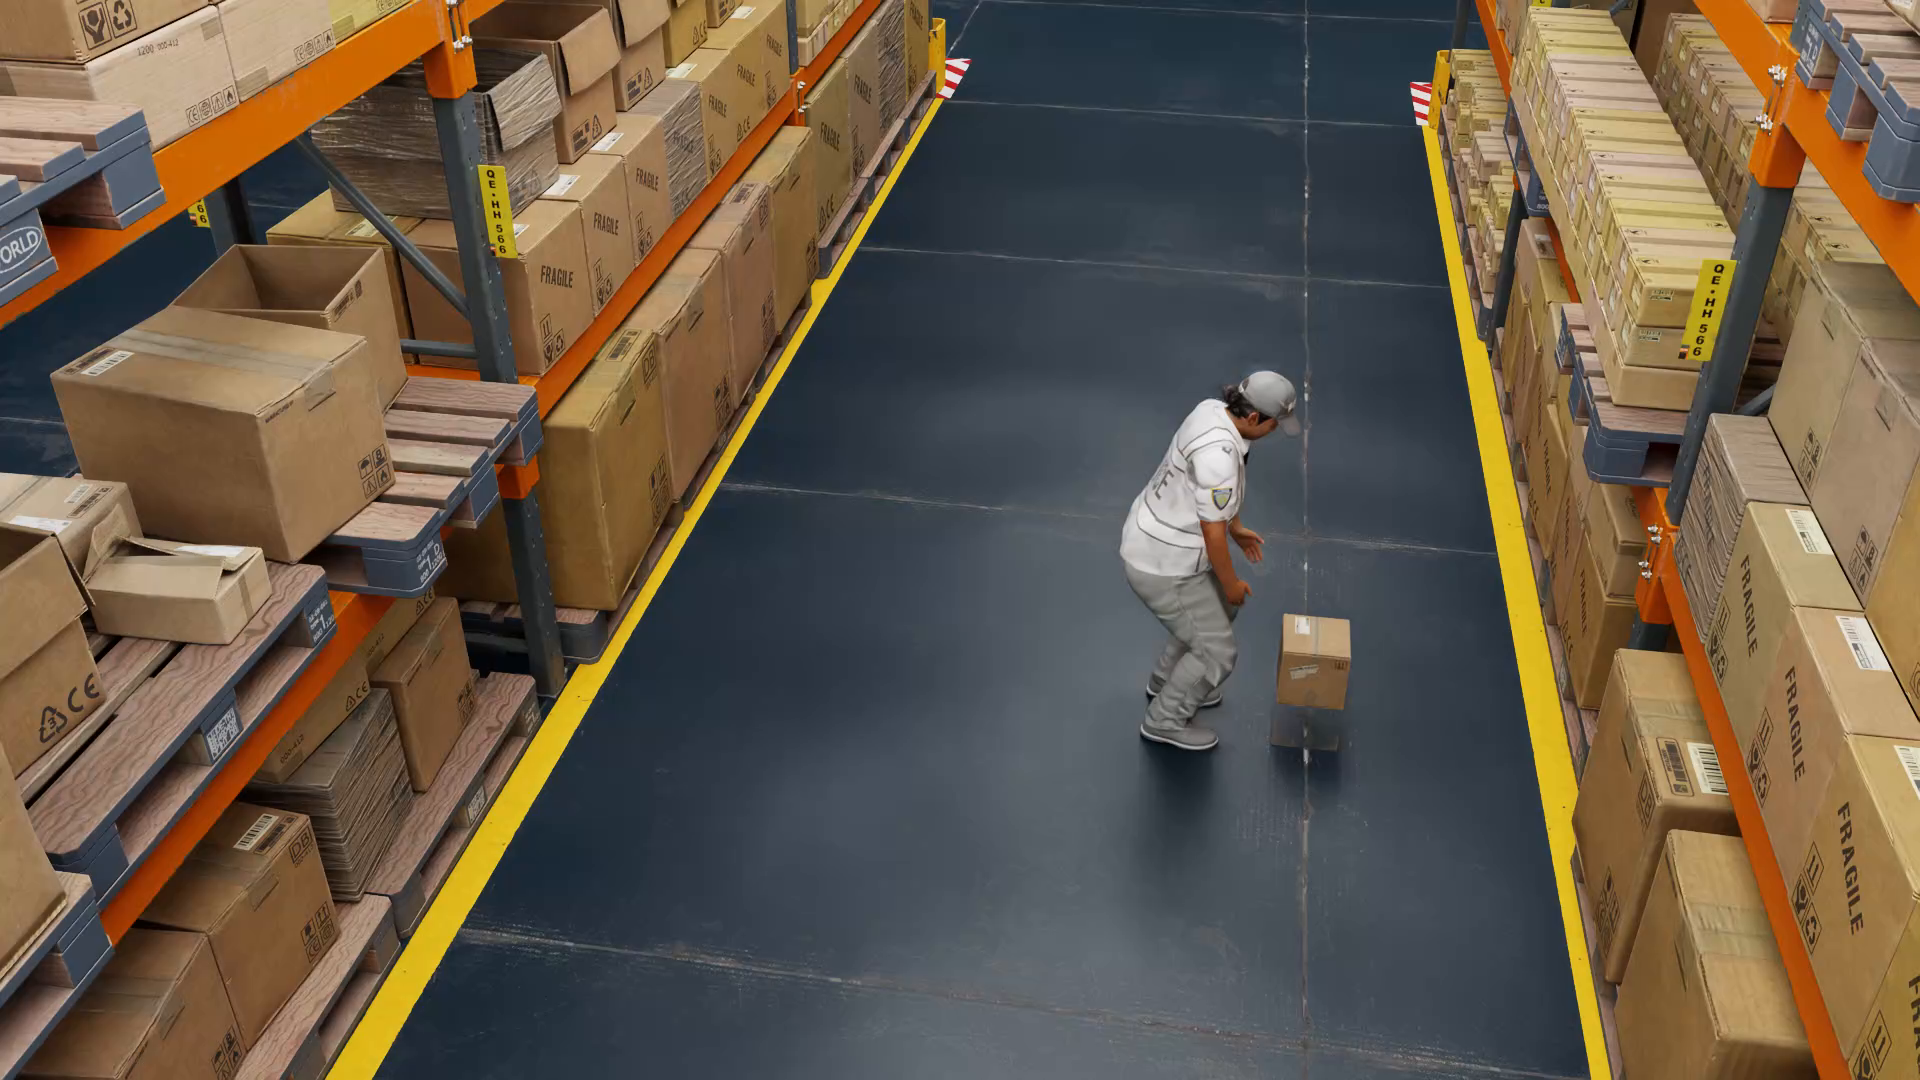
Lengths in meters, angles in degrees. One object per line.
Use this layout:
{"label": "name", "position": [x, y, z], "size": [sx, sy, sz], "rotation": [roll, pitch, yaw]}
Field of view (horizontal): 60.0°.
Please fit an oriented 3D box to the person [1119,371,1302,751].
{"label": "person", "position": [0.905, 0.049, 6.203], "size": [0.611, 1.523, 0.522], "rotation": [6, 33, 9]}
